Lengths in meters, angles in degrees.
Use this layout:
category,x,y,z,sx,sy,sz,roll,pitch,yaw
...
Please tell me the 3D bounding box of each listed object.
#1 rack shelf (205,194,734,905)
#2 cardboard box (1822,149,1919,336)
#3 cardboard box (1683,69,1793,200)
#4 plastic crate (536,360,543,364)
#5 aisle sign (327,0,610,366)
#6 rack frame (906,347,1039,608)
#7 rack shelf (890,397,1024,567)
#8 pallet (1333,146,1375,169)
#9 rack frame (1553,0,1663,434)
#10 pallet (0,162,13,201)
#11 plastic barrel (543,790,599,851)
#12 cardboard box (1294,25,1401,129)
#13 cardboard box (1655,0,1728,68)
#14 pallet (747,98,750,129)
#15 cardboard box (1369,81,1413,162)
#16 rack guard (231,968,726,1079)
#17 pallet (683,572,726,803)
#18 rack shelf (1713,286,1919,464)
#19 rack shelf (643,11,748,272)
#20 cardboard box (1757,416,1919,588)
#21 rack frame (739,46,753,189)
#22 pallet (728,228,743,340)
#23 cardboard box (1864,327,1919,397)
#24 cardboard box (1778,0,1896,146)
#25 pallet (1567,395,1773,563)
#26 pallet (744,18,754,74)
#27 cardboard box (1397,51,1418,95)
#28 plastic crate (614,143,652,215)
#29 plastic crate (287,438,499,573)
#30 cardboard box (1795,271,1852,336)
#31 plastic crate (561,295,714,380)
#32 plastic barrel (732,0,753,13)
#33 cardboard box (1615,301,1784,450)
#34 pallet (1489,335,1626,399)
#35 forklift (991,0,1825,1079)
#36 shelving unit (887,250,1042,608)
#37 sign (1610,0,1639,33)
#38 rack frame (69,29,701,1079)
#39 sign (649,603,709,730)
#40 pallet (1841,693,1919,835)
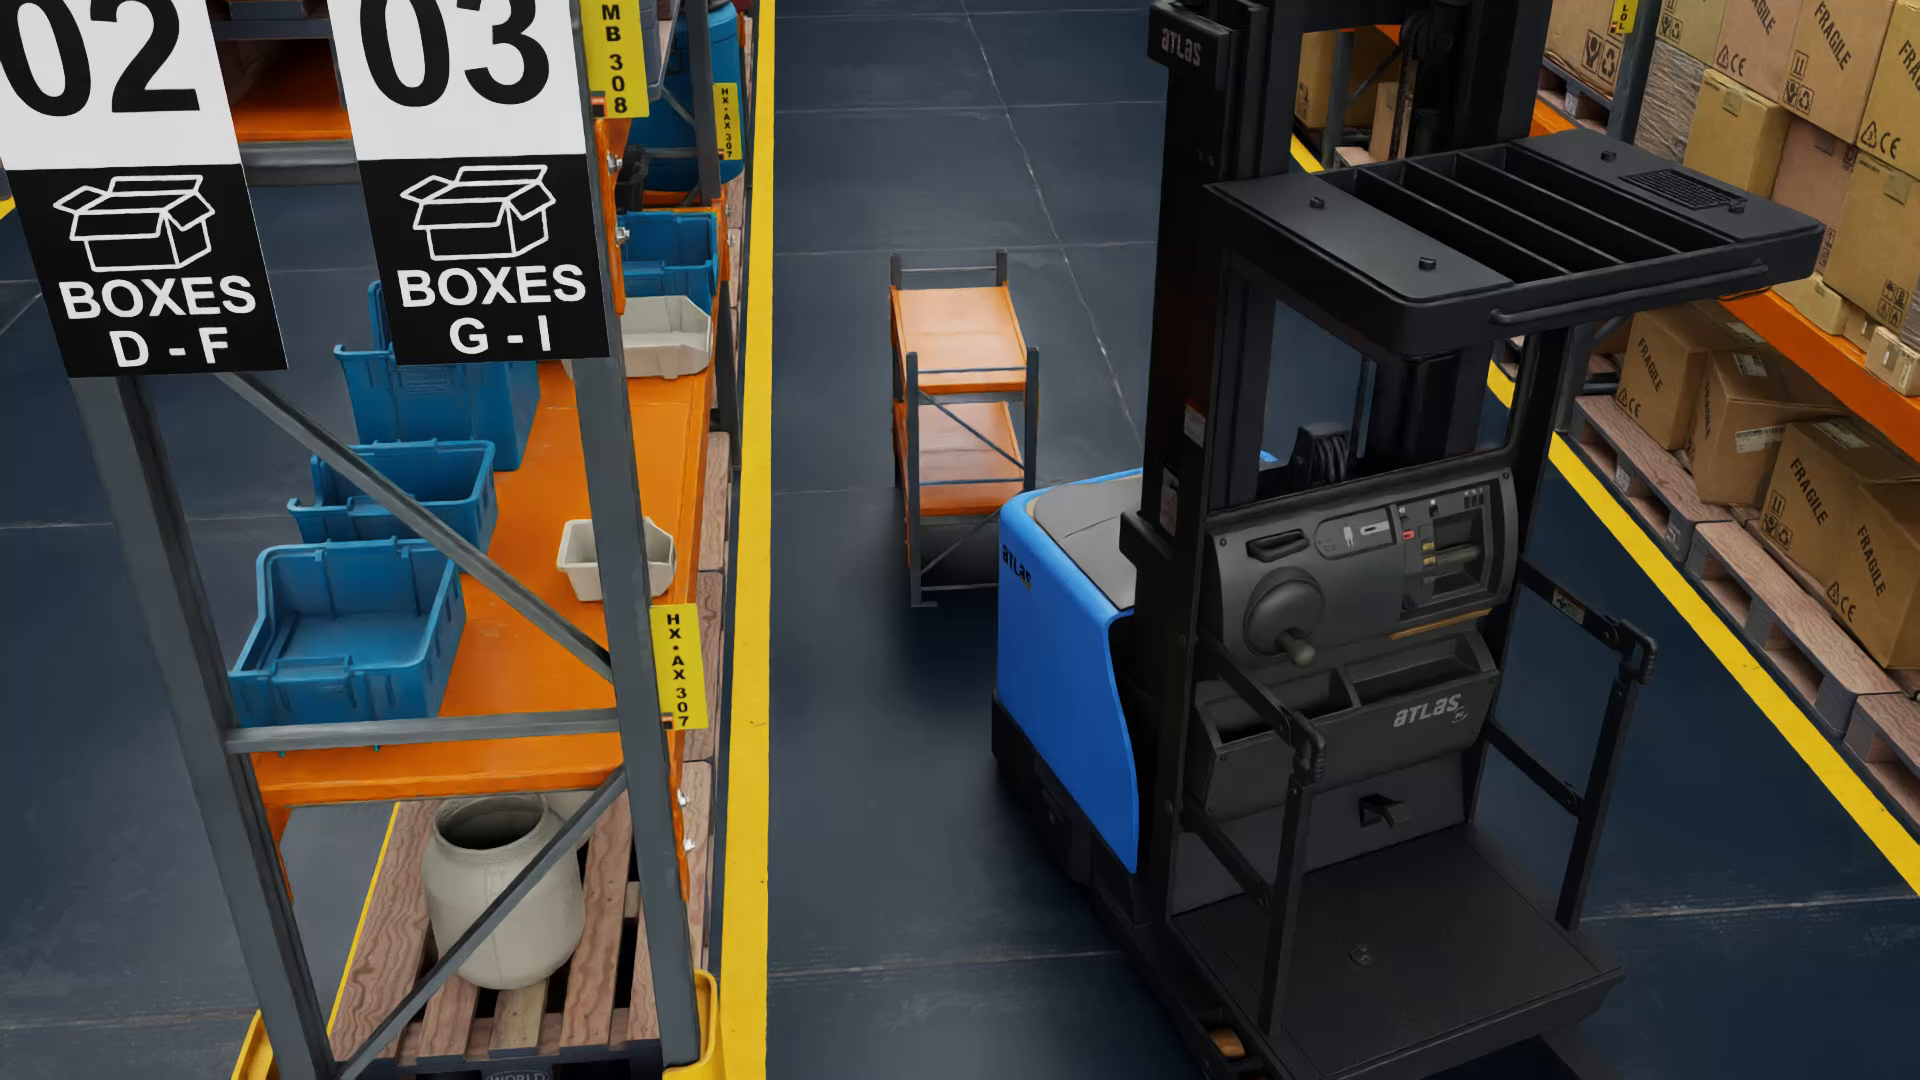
category,x,y,z,sx,sy,sz,roll,pitch,yaw
rack shelf,-1.341,-0.292,5.516,1.077,0.370,4.000,-3,31,-5
cardboard box,3.549,-1.033,5.666,0.875,0.500,0.500,-3,31,-5
cardboard box,3.396,-1.540,6.516,0.875,0.500,0.500,-3,31,-5
plastic crate,-1.682,-0.825,5.912,0.450,0.188,0.662,-3,31,-5
aisle sign,-0.855,-0.673,2.917,0.394,0.787,0.004,-3,31,-5
rack frame,0.047,-0.227,6.533,0.500,1.125,0.032,-3,31,-5
rack shelf,-0.001,-0.276,7.093,0.538,0.278,1.000,-3,31,-5
pallet,3.102,-2.305,10.904,1.003,0.211,1.213,-3,31,-5
rack frame,3.404,-1.859,7.438,1.000,3.000,0.127,-3,31,-5
pallet,-6.865,-2.615,11.422,1.003,0.211,1.213,-3,31,-5
plastic barrel,-1.338,0.720,5.137,0.421,0.512,0.421,0,31,0
cardboard box,2.986,-3.523,11.886,1.225,0.875,0.875,-4,31,-7
cardboard box,3.193,-2.217,6.675,0.500,0.500,0.500,-3,31,-5
pallet,-2.016,-2.868,11.845,1.003,0.211,1.213,-3,31,-5
cardboard box,3.113,-2.676,10.814,0.700,0.500,0.500,-4,31,-7
rack guard,-1.208,1.457,4.324,1.175,0.500,0.348,-3,31,-5
pallet,-1.389,0.544,6.133,1.003,0.211,1.213,-3,31,-5
rack shelf,3.591,-0.530,5.913,1.077,0.370,4.000,-3,31,-5
rack shelf,-1.714,-2.334,8.935,1.077,0.370,4.000,-3,31,-5
cardboard box,3.599,-0.155,6.613,0.500,0.500,0.500,-5,31,-9
rack frame,-1.901,-3.664,10.460,1.000,3.000,0.127,-3,31,-5
pallet,-1.757,-1.448,9.469,1.003,0.211,1.213,-3,31,-5
cardboard box,3.301,-0.606,5.584,0.380,0.149,0.250,-3,31,-5
cardboard box,3.287,-1.707,5.820,0.500,0.500,0.500,-3,31,-5
pallet,3.502,-0.321,7.582,1.003,0.211,1.213,-3,31,-5
pallet,-2.244,-4.113,13.931,1.003,0.211,1.213,-3,31,-5
cardboard box,3.123,-2.999,10.623,0.500,0.250,0.500,-2,31,-3
plastic crate,-1.605,-1.322,6.599,0.767,0.338,0.504,-3,31,-5
plastic crate,-1.553,-0.089,4.619,0.499,0.251,0.408,-3,31,-5
cardboard box,3.278,-0.862,6.013,0.380,0.149,0.250,-3,31,-5
plastic crate,-1.123,-0.692,5.741,0.530,0.136,0.437,-3,31,-5
plastic barrel,-1.556,-3.500,10.052,0.600,0.536,0.708,-3,31,-5
cardboard box,3.401,-0.760,7.626,0.500,0.500,0.500,-4,31,-6
pallet,3.330,-1.060,8.818,1.003,0.211,1.213,-3,31,-5
forklift,1.161,0.117,4.195,1.130,2.935,3.031,-13,33,-20
shelving unit,-0.001,-0.486,6.967,0.538,1.125,1.048,-3,31,-5
sign,2.852,-2.328,7.093,0.100,0.325,0.005,-3,31,-5
rack frame,-1.154,0.420,3.622,1.000,3.000,0.127,-3,31,-5
sign,-0.606,0.277,3.591,0.100,0.325,0.005,-3,31,-5
pallet,3.730,0.925,5.496,1.003,0.211,1.213,-3,31,-5
